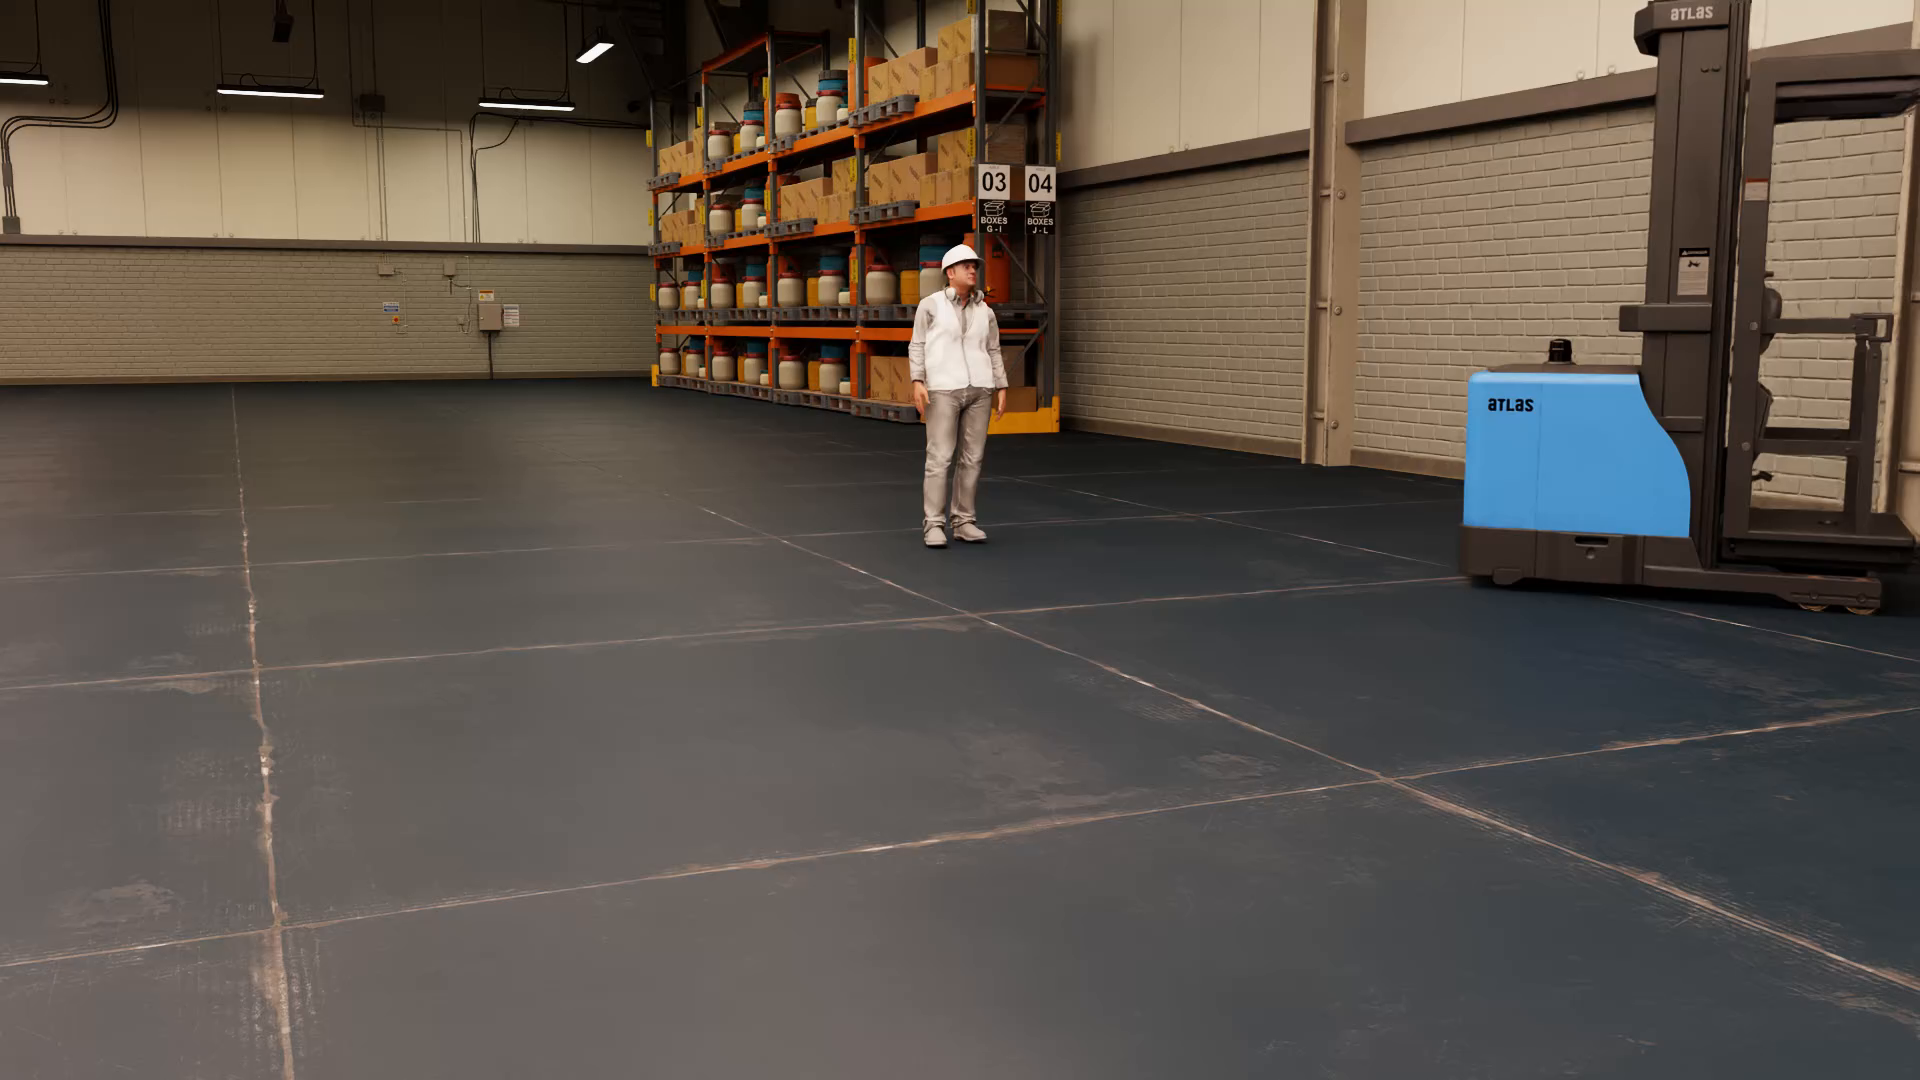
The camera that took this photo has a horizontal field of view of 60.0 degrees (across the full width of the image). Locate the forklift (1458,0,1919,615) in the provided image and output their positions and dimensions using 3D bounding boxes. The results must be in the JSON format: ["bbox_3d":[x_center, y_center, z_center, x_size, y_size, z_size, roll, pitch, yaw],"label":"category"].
[{"bbox_3d":[4.073,-1.192,7.977,3.031,2.935,1.130,4,8,25],"label":"forklift"}]

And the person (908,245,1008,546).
[{"bbox_3d":[0.017,-0.879,9.977,0.632,1.773,0.568,-3,8,-23],"label":"person"}]
